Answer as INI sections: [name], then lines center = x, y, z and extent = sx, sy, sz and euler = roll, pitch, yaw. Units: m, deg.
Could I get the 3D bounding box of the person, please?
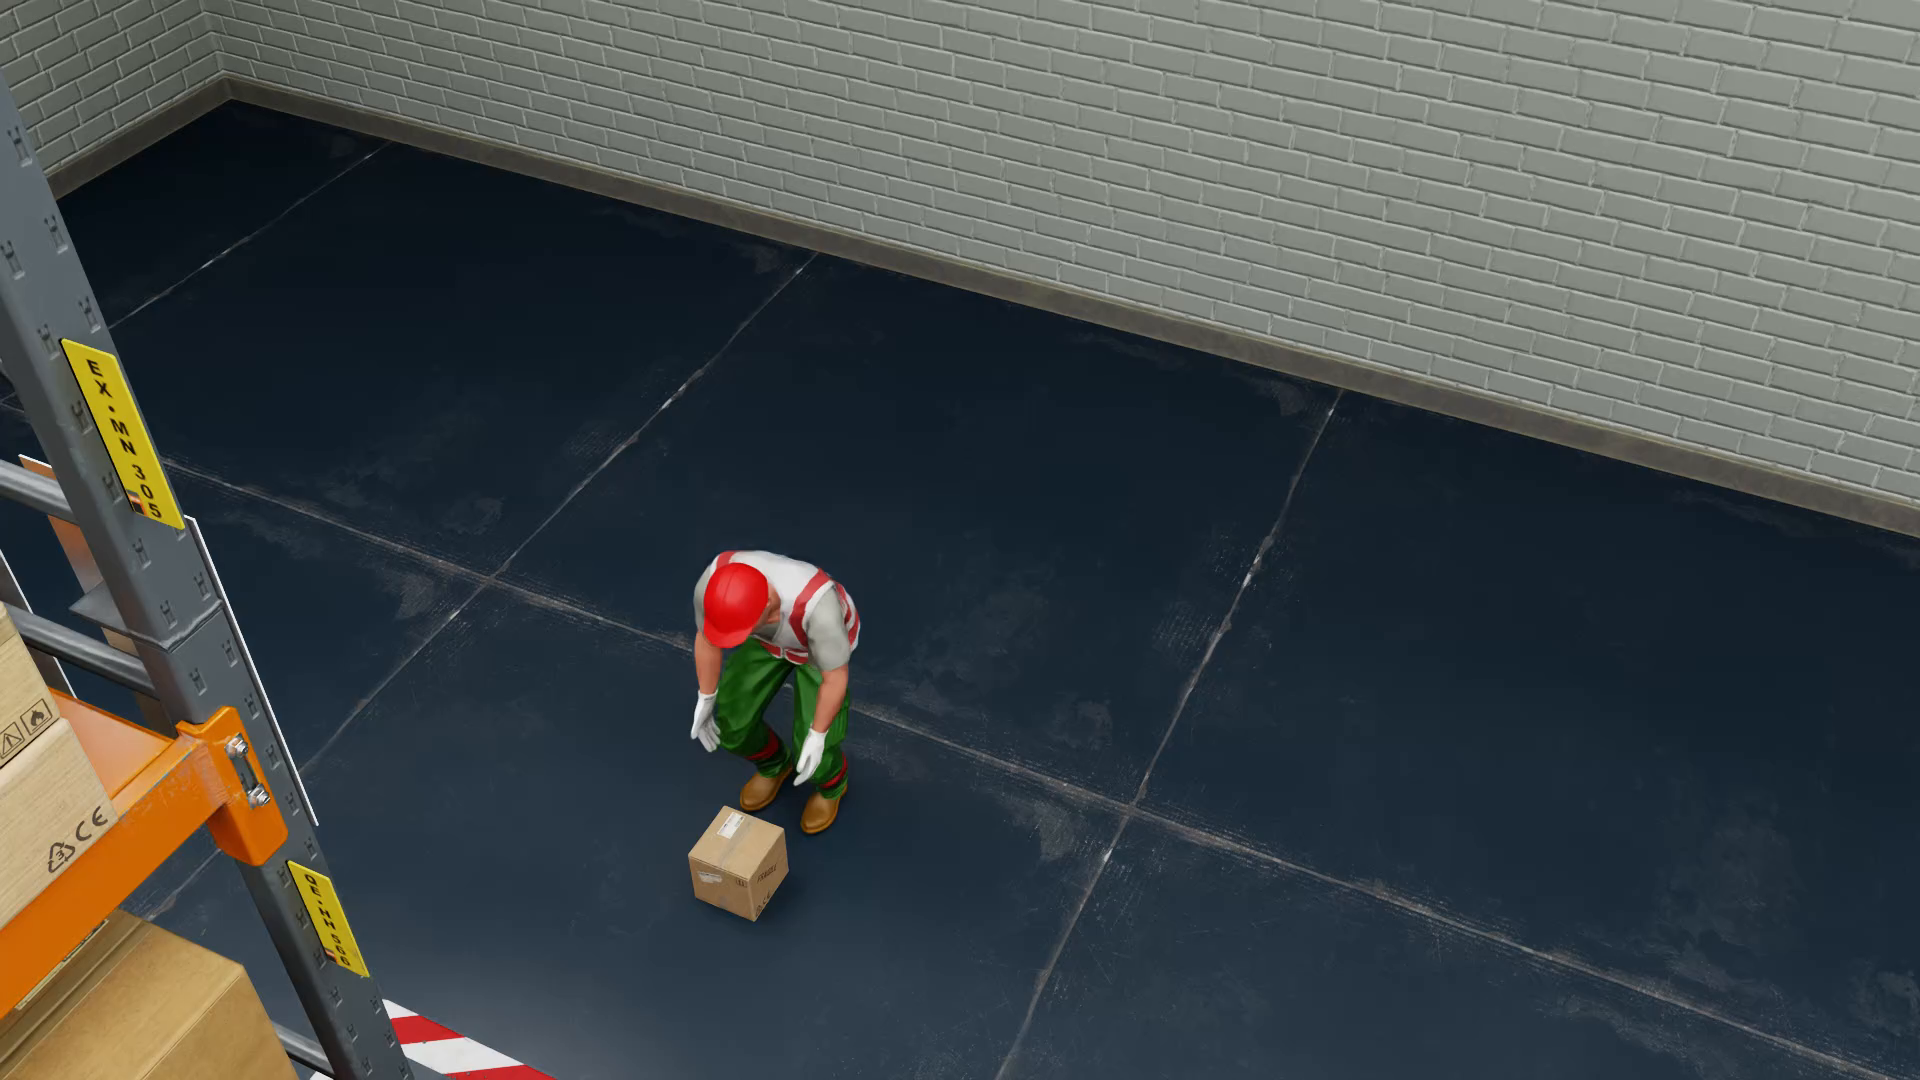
[person]
center = -0.613, 0.492, 5.850
extent = 0.583, 1.442, 0.750
euler = 17, 44, 19
